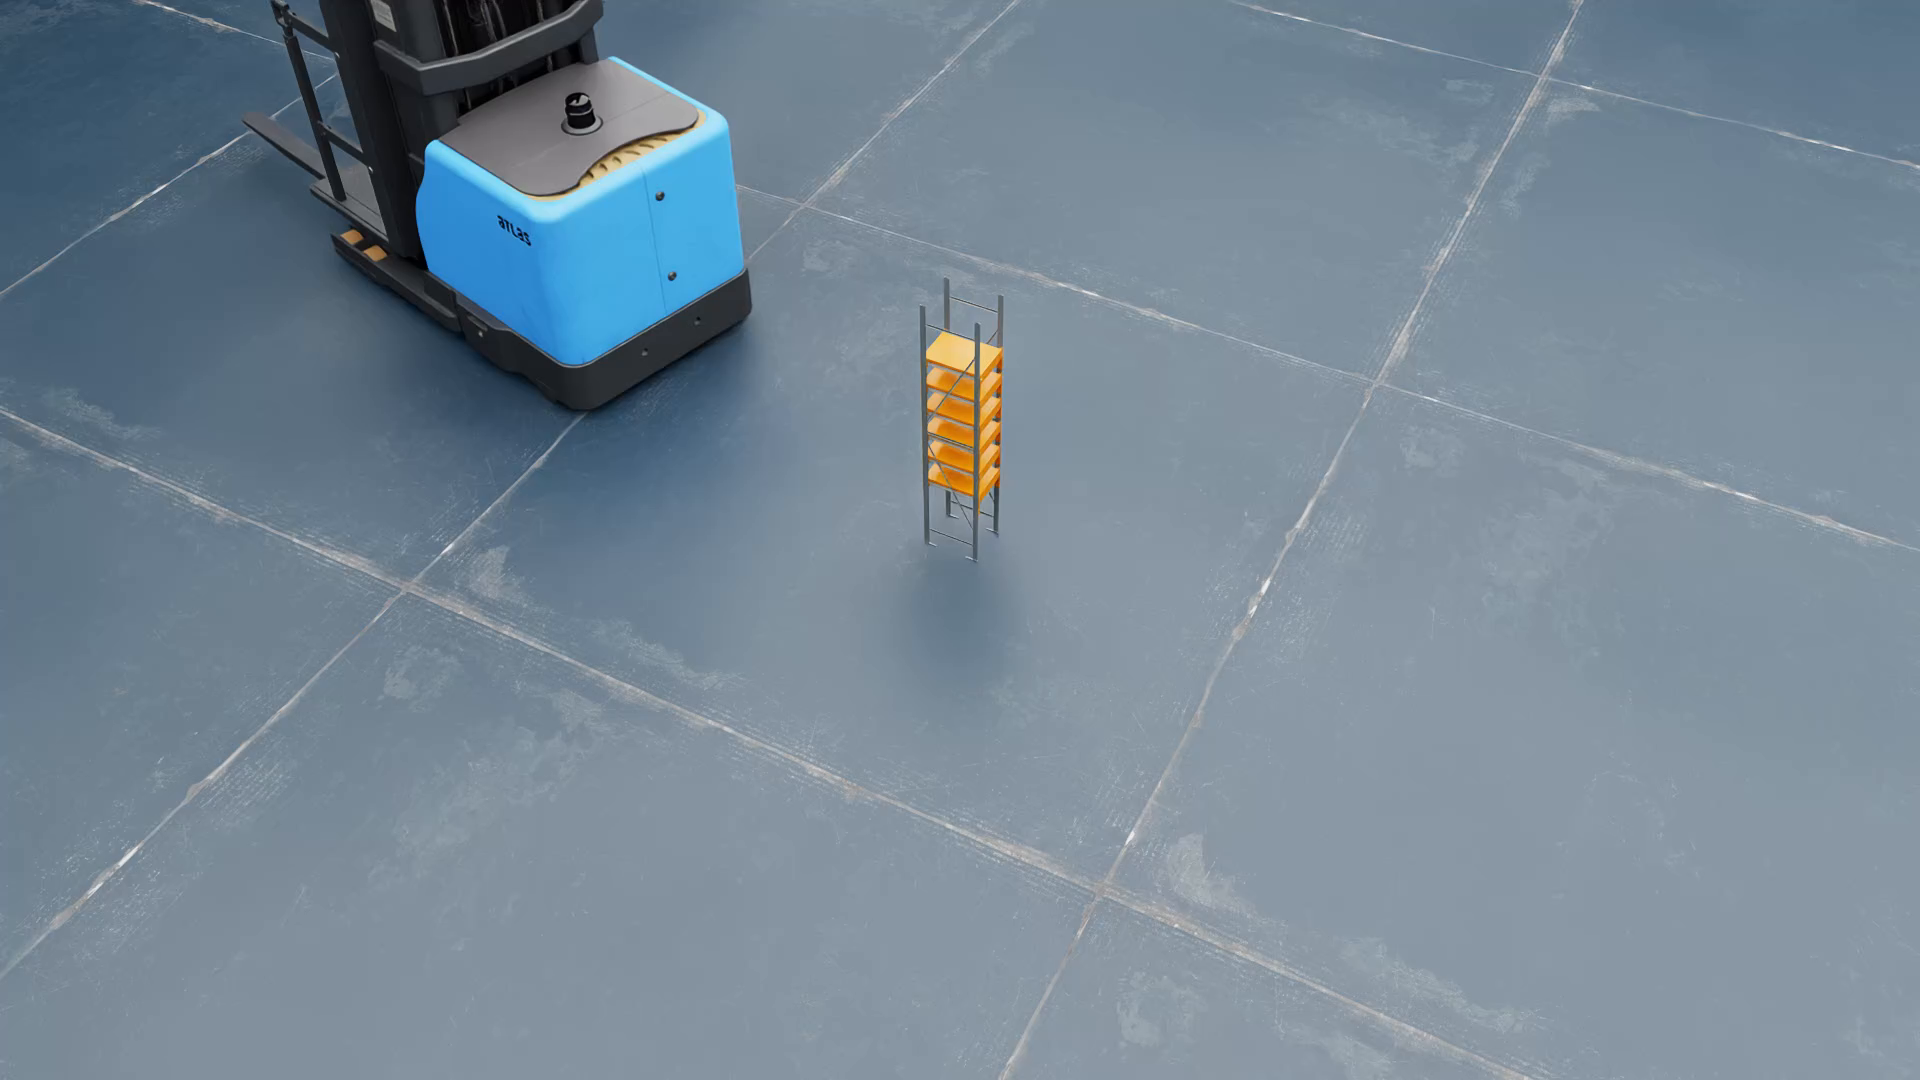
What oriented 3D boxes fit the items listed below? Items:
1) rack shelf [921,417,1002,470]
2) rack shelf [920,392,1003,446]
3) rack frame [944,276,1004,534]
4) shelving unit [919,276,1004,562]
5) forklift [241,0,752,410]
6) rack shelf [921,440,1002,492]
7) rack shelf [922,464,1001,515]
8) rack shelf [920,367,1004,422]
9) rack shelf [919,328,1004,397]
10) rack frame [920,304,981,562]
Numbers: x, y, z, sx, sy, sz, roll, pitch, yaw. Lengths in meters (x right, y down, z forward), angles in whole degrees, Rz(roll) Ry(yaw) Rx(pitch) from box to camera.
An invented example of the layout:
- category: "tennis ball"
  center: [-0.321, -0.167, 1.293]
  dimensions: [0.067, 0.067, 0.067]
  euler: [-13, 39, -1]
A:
- category: "rack shelf"
  center: [0.007, -0.400, 6.364]
  dimensions: [0.258, 0.103, 0.180]
  euler: [20, 49, 19]
- category: "rack shelf"
  center: [0.007, -0.484, 6.279]
  dimensions: [0.258, 0.103, 0.180]
  euler: [20, 49, 19]
- category: "rack frame"
  center: [0.049, -0.489, 6.389]
  dimensions: [0.240, 1.200, 0.006]
  euler: [20, 49, 19]
- category: "shelving unit"
  center: [0.007, -0.431, 6.332]
  dimensions: [0.258, 1.200, 0.189]
  euler: [20, 49, 19]
- category: "forklift"
  center: [-2.387, -2.516, 7.176]
  dimensions: [3.031, 2.935, 1.130]
  euler: [33, 54, 28]
- category: "rack shelf"
  center: [0.007, -0.315, 6.449]
  dimensions: [0.258, 0.103, 0.180]
  euler: [20, 49, 19]
- category: "rack shelf"
  center: [0.007, -0.231, 6.535]
  dimensions: [0.258, 0.103, 0.180]
  euler: [20, 49, 19]
- category: "rack shelf"
  center: [0.007, -0.568, 6.193]
  dimensions: [0.258, 0.103, 0.180]
  euler: [20, 49, 19]
- category: "rack shelf"
  center: [0.007, -0.653, 6.108]
  dimensions: [0.258, 0.103, 0.180]
  euler: [20, 49, 19]
- category: "rack frame"
  center: [-0.036, -0.373, 6.275]
  dimensions: [0.240, 1.200, 0.006]
  euler: [20, 49, 19]
